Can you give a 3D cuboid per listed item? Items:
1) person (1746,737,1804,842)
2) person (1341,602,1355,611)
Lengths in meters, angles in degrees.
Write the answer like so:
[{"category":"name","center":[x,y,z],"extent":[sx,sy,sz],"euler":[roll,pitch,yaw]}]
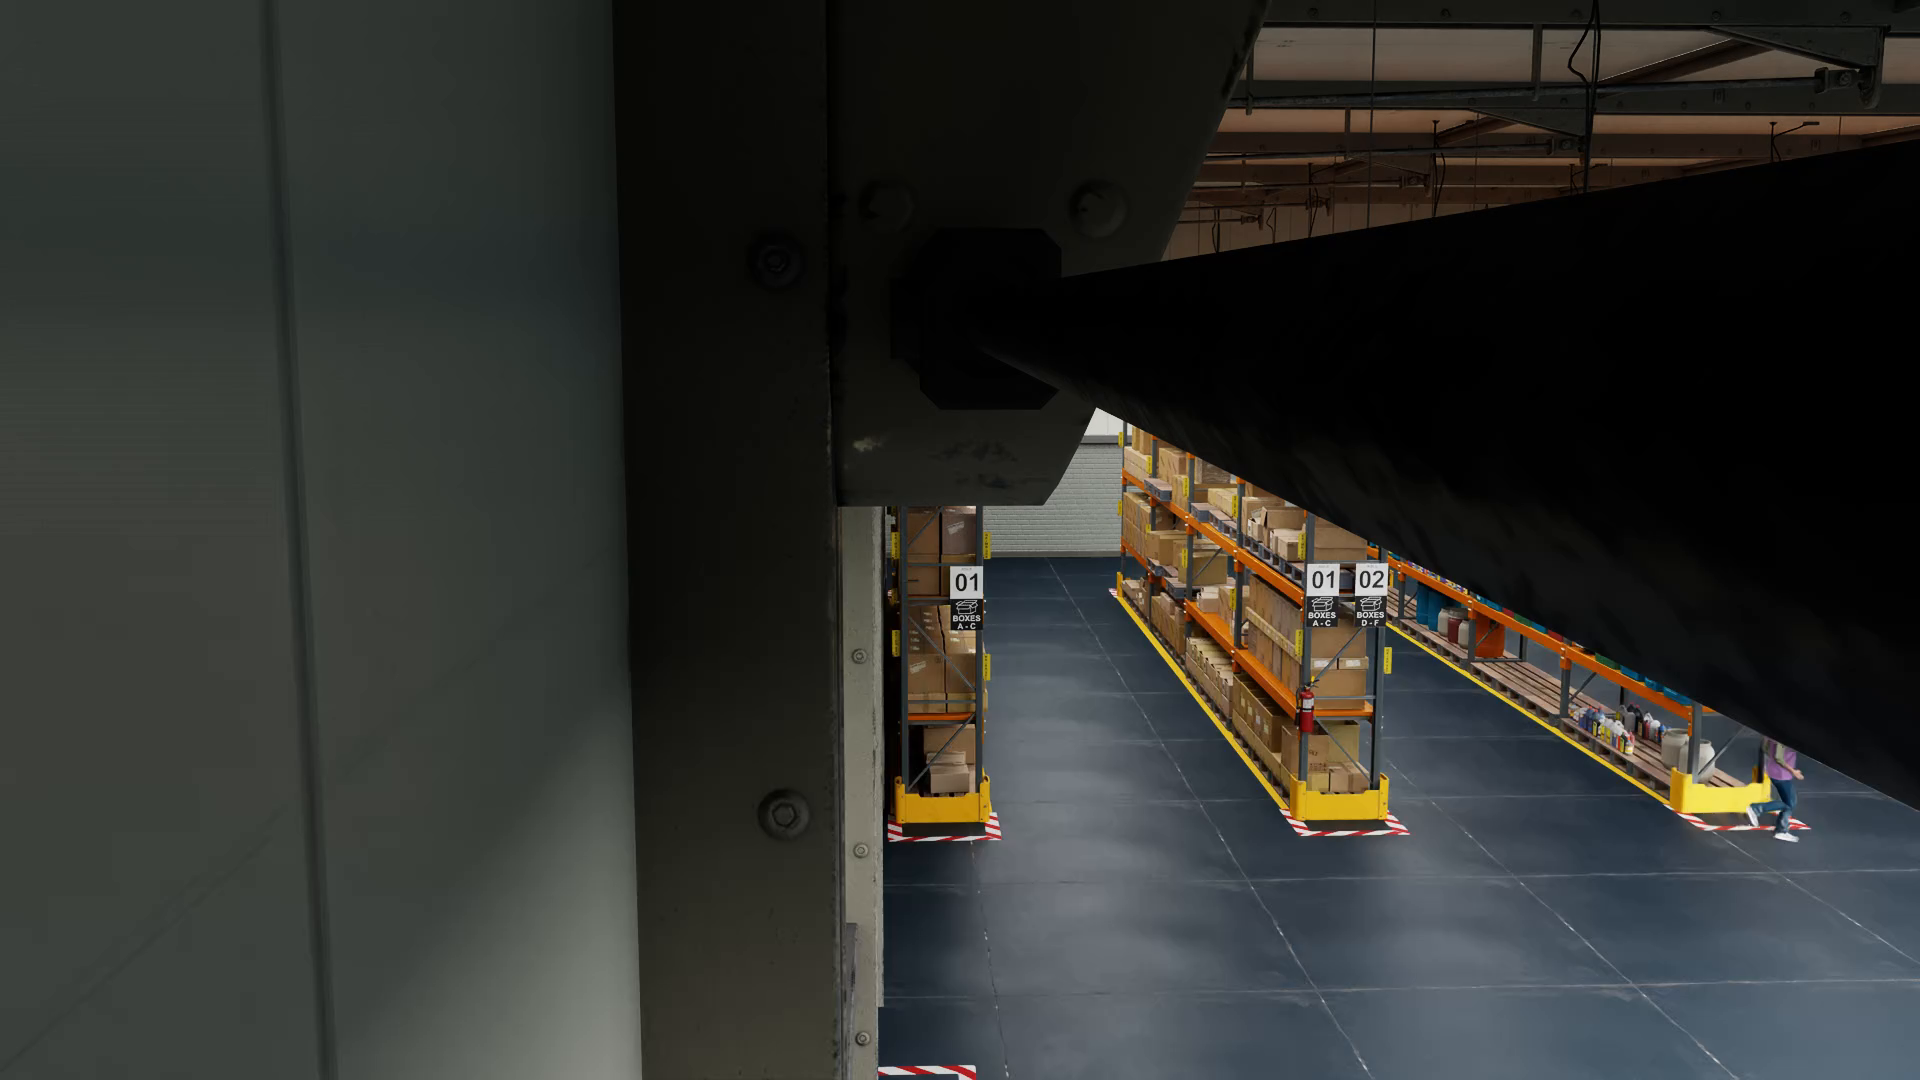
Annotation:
[{"category":"person","center":[9.686,2.806,19.773],"extent":[0.628,1.568,0.529],"euler":[2,8,12]},{"category":"person","center":[6.773,1.435,28.701],"extent":[0.685,1.774,0.900],"euler":[-1,8,-4]}]
